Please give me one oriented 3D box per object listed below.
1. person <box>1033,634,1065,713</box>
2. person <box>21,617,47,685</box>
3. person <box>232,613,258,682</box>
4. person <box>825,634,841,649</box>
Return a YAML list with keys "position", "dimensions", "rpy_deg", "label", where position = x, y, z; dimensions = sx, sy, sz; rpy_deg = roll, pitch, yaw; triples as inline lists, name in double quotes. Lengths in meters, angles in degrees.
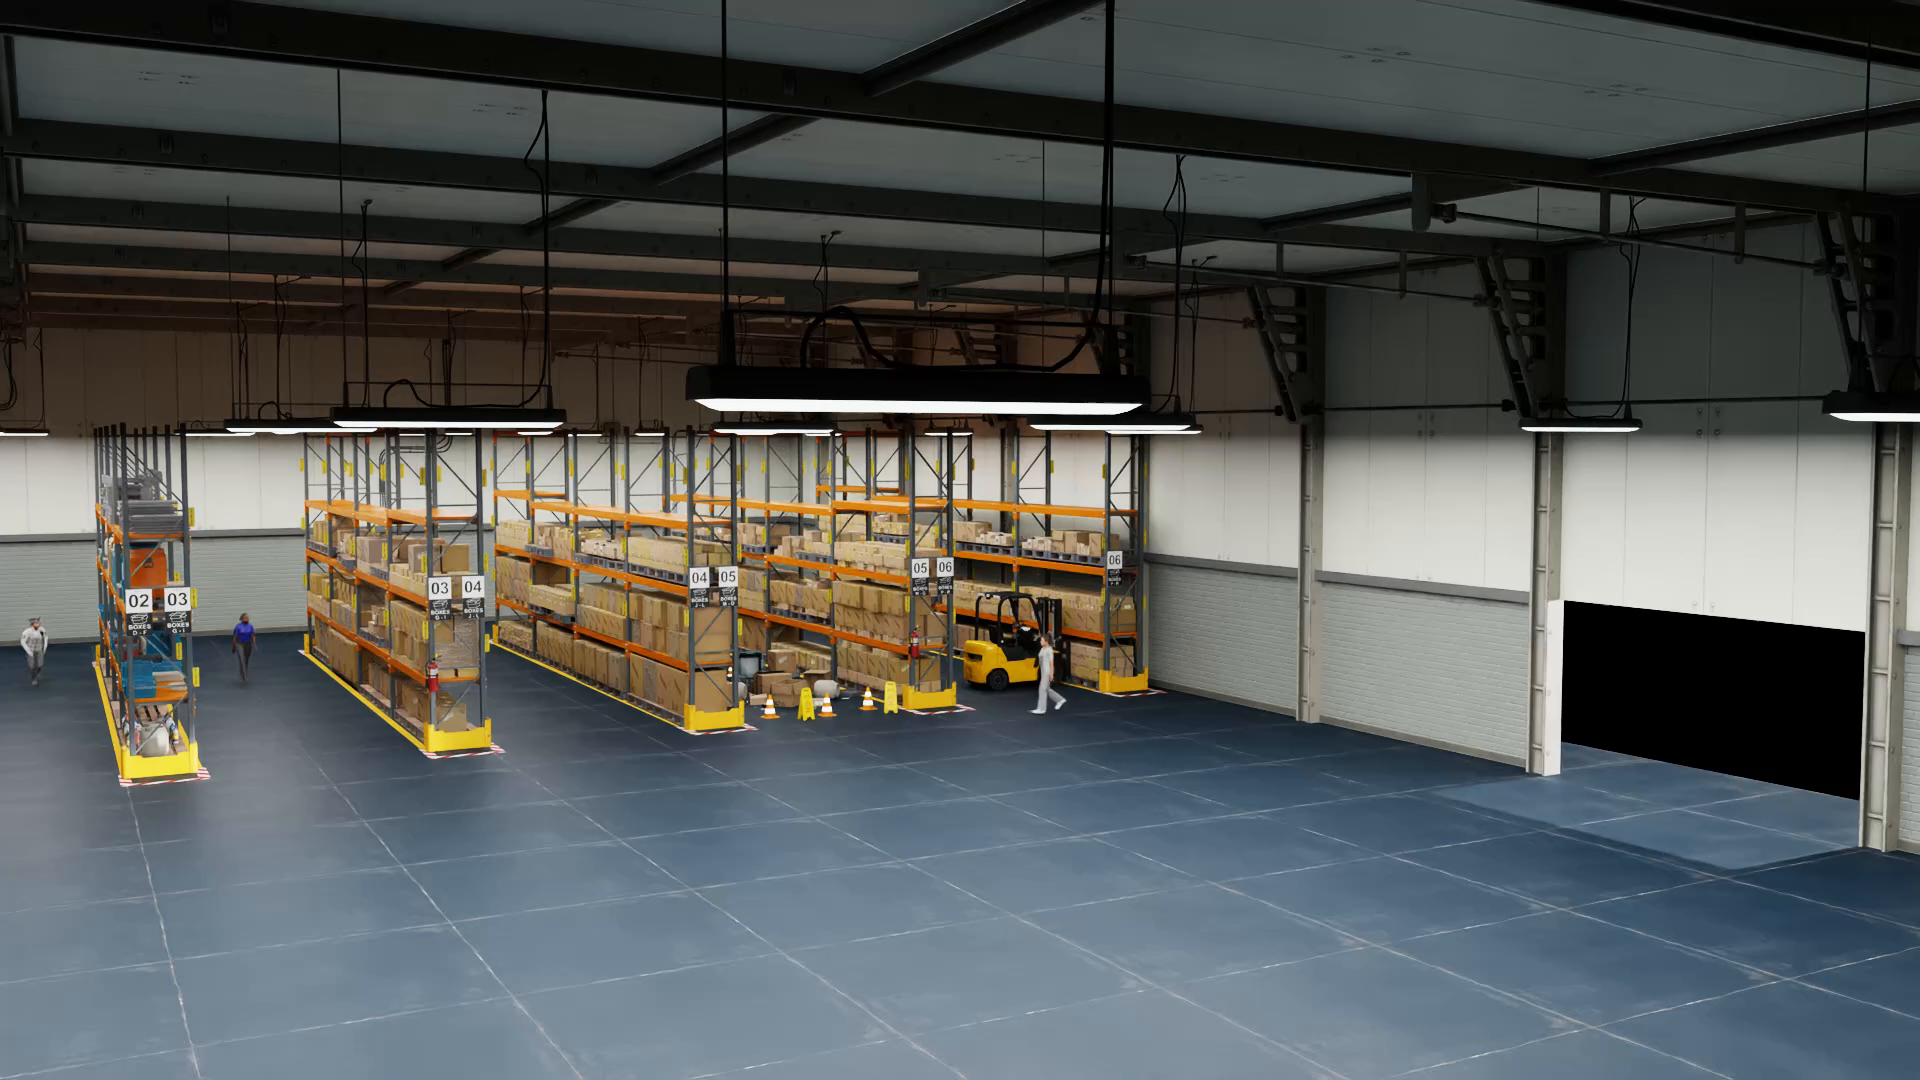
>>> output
- position: [1.866, 2.789, 34.819]
  dimensions: [0.796, 1.649, 0.509]
  rpy_deg: [-1, 4, -17]
  label: "person"
- position: [-21.603, 2.576, 38.808]
  dimensions: [0.559, 1.612, 0.548]
  rpy_deg: [-2, 4, -33]
  label: "person"
- position: [-16.960, 2.522, 39.442]
  dimensions: [0.515, 1.587, 1.053]
  rpy_deg: [-3, 5, -40]
  label: "person"
- position: [-3.364, 2.177, 44.812]
  dimensions: [0.582, 1.673, 0.414]
  rpy_deg: [-2, 4, -28]
  label: "person"
